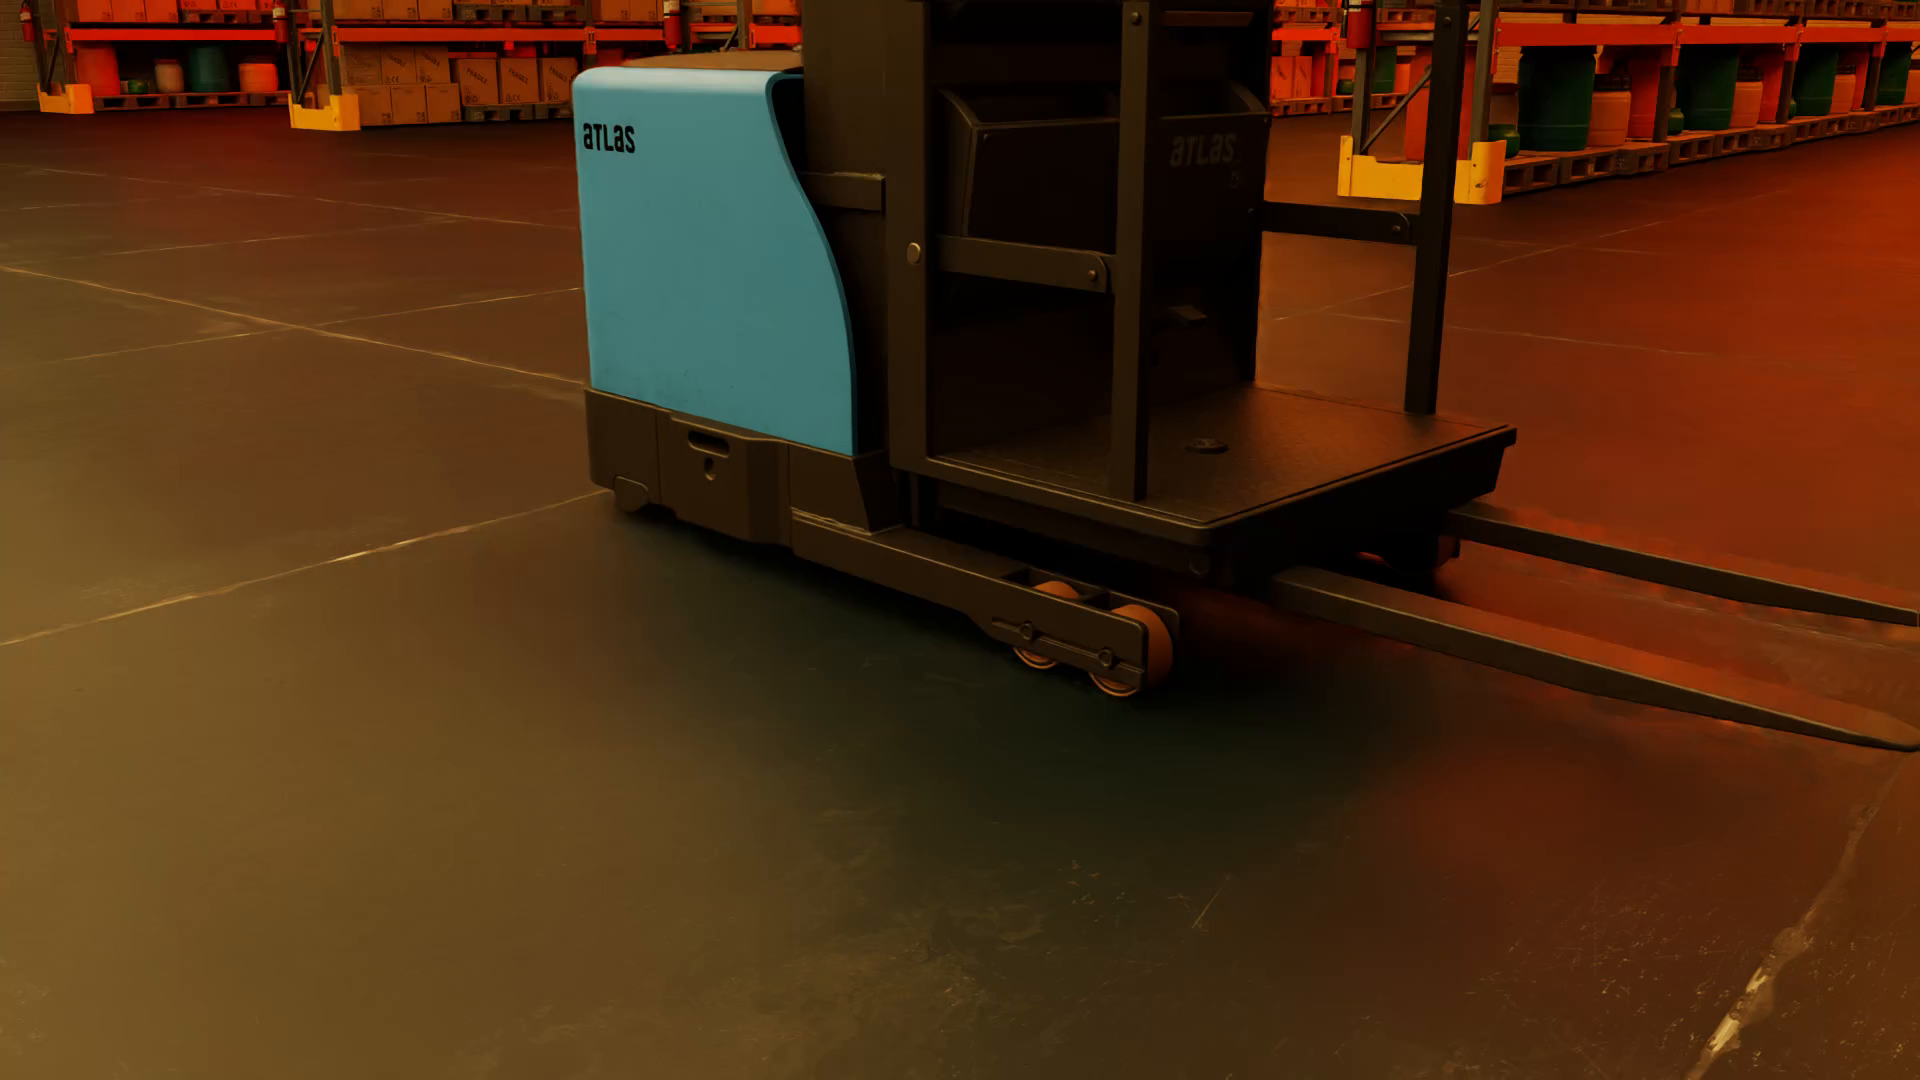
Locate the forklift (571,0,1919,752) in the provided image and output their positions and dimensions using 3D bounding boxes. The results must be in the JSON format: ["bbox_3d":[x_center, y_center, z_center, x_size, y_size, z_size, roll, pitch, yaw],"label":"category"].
[{"bbox_3d":[0.460,-1.287,3.136,1.130,2.935,3.031,-16,23,-42],"label":"forklift"}]
